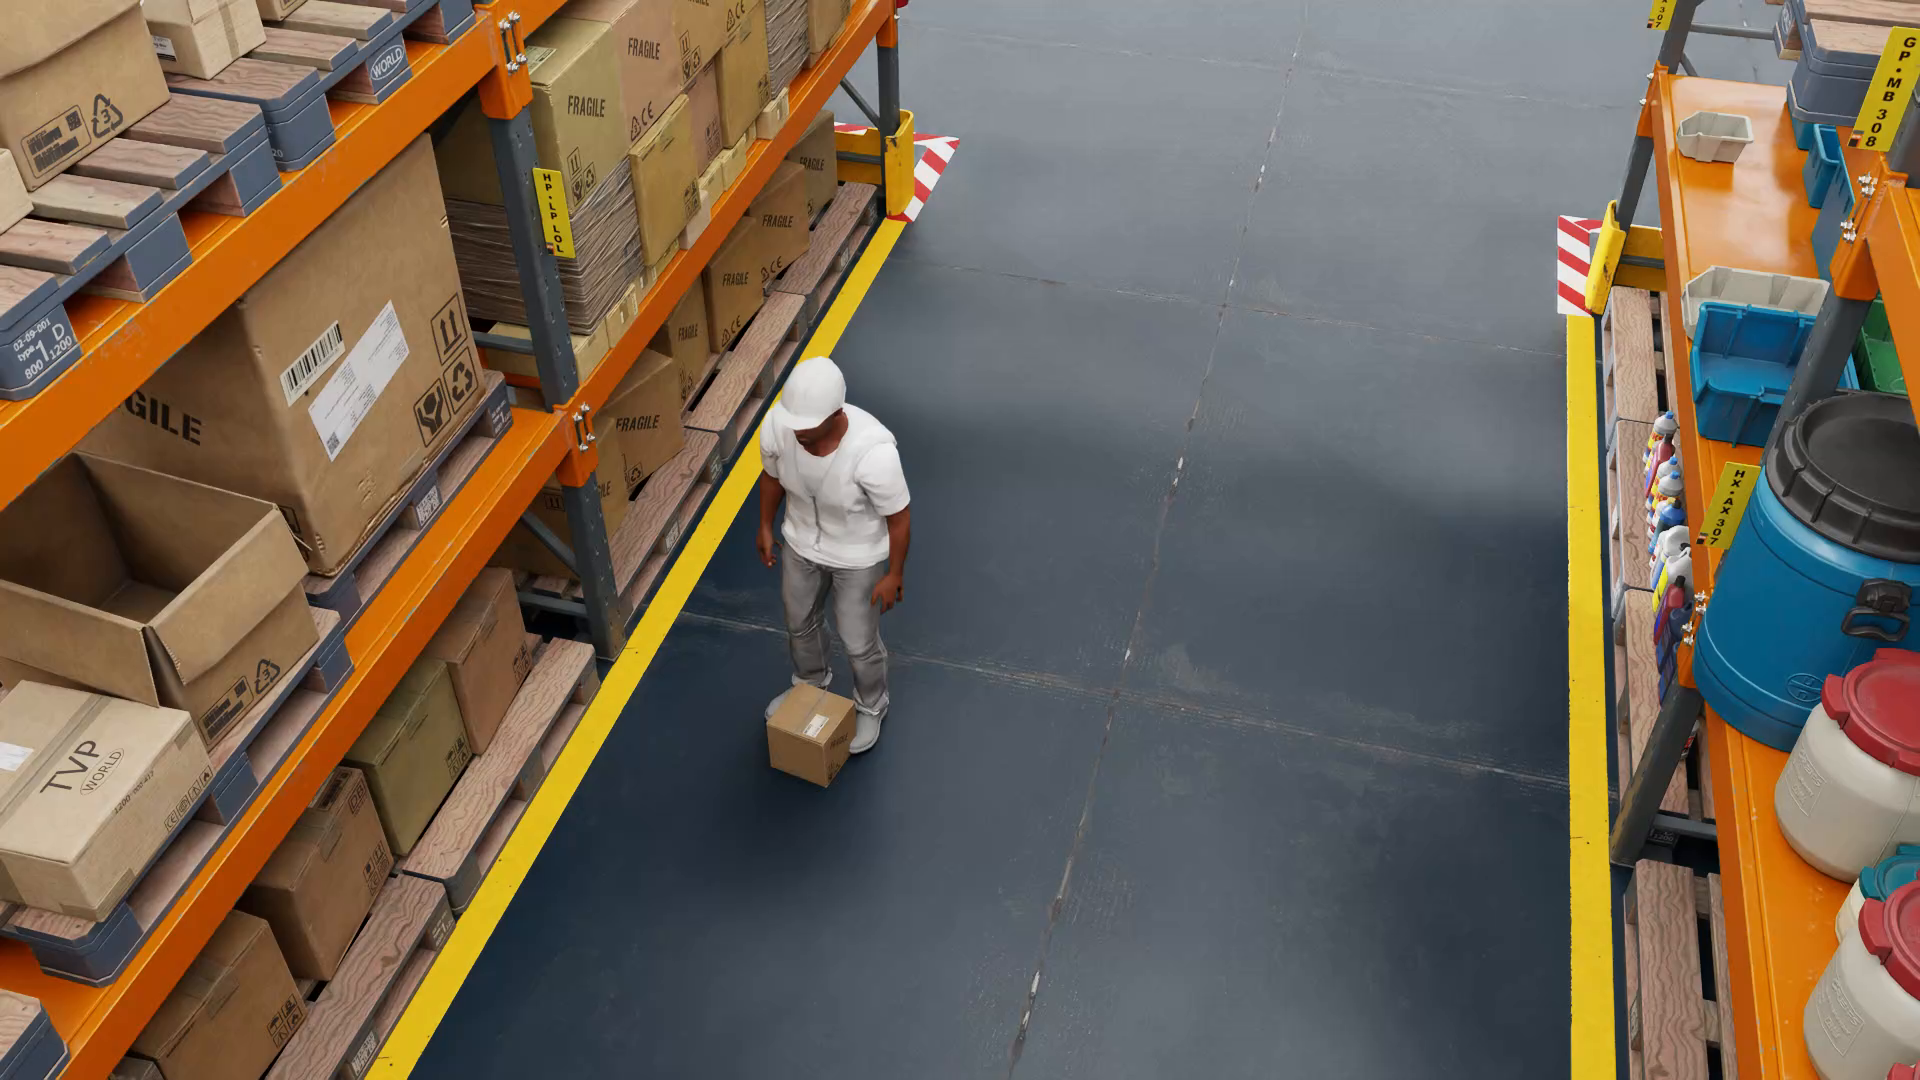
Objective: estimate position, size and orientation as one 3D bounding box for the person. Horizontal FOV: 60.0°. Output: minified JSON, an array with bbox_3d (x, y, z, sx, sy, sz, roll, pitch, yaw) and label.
[{"bbox_3d":[-0.478,0.042,6.096,0.626,1.760,0.461,19,44,21],"label":"person"}]
